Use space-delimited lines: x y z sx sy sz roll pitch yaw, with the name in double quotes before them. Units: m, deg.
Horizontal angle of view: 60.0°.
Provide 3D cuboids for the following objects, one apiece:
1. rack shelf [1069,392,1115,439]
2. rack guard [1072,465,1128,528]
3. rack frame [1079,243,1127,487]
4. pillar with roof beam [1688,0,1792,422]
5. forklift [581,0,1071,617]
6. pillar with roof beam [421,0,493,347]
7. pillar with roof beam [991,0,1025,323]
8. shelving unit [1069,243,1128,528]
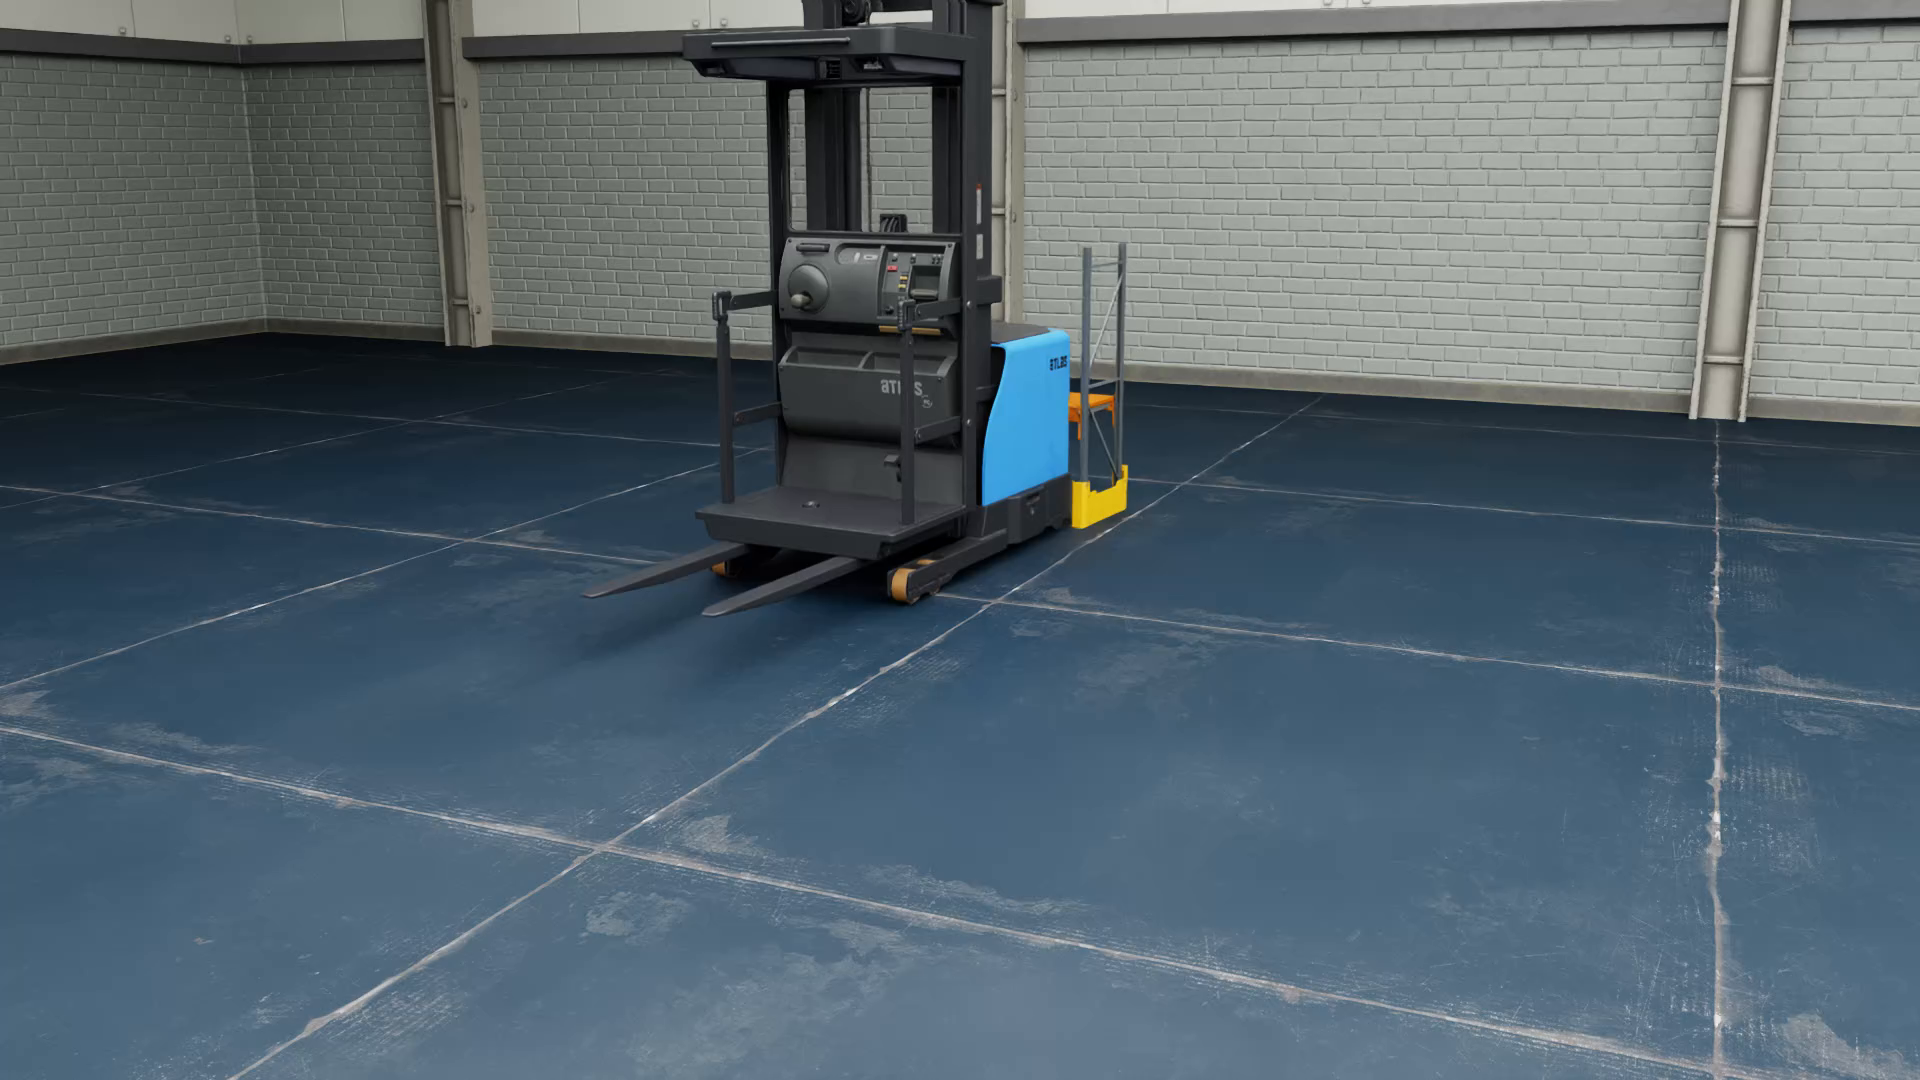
"rack shelf" 0.340 -0.740 9.411 1.000 0.185 0.538 7 15 29
"rack guard" 0.781 -0.249 9.270 0.087 0.250 0.587 7 15 29
"rack frame" 0.783 -0.858 9.127 0.032 1.500 0.500 7 15 29
"pillar with roof beam" 4.069 -4.423 7.908 0.400 9.000 9.100 6 14 23
"forklift" -0.545 -1.253 7.679 1.130 2.935 3.031 7 15 27
"pillar with roof beam" -6.903 -5.534 12.640 0.400 9.000 9.100 6 14 23
"pillar with roof beam" -1.417 -4.979 10.274 0.400 9.000 9.100 6 14 23
"shelving unit" 0.348 -0.914 9.366 1.083 1.500 0.587 7 15 29
